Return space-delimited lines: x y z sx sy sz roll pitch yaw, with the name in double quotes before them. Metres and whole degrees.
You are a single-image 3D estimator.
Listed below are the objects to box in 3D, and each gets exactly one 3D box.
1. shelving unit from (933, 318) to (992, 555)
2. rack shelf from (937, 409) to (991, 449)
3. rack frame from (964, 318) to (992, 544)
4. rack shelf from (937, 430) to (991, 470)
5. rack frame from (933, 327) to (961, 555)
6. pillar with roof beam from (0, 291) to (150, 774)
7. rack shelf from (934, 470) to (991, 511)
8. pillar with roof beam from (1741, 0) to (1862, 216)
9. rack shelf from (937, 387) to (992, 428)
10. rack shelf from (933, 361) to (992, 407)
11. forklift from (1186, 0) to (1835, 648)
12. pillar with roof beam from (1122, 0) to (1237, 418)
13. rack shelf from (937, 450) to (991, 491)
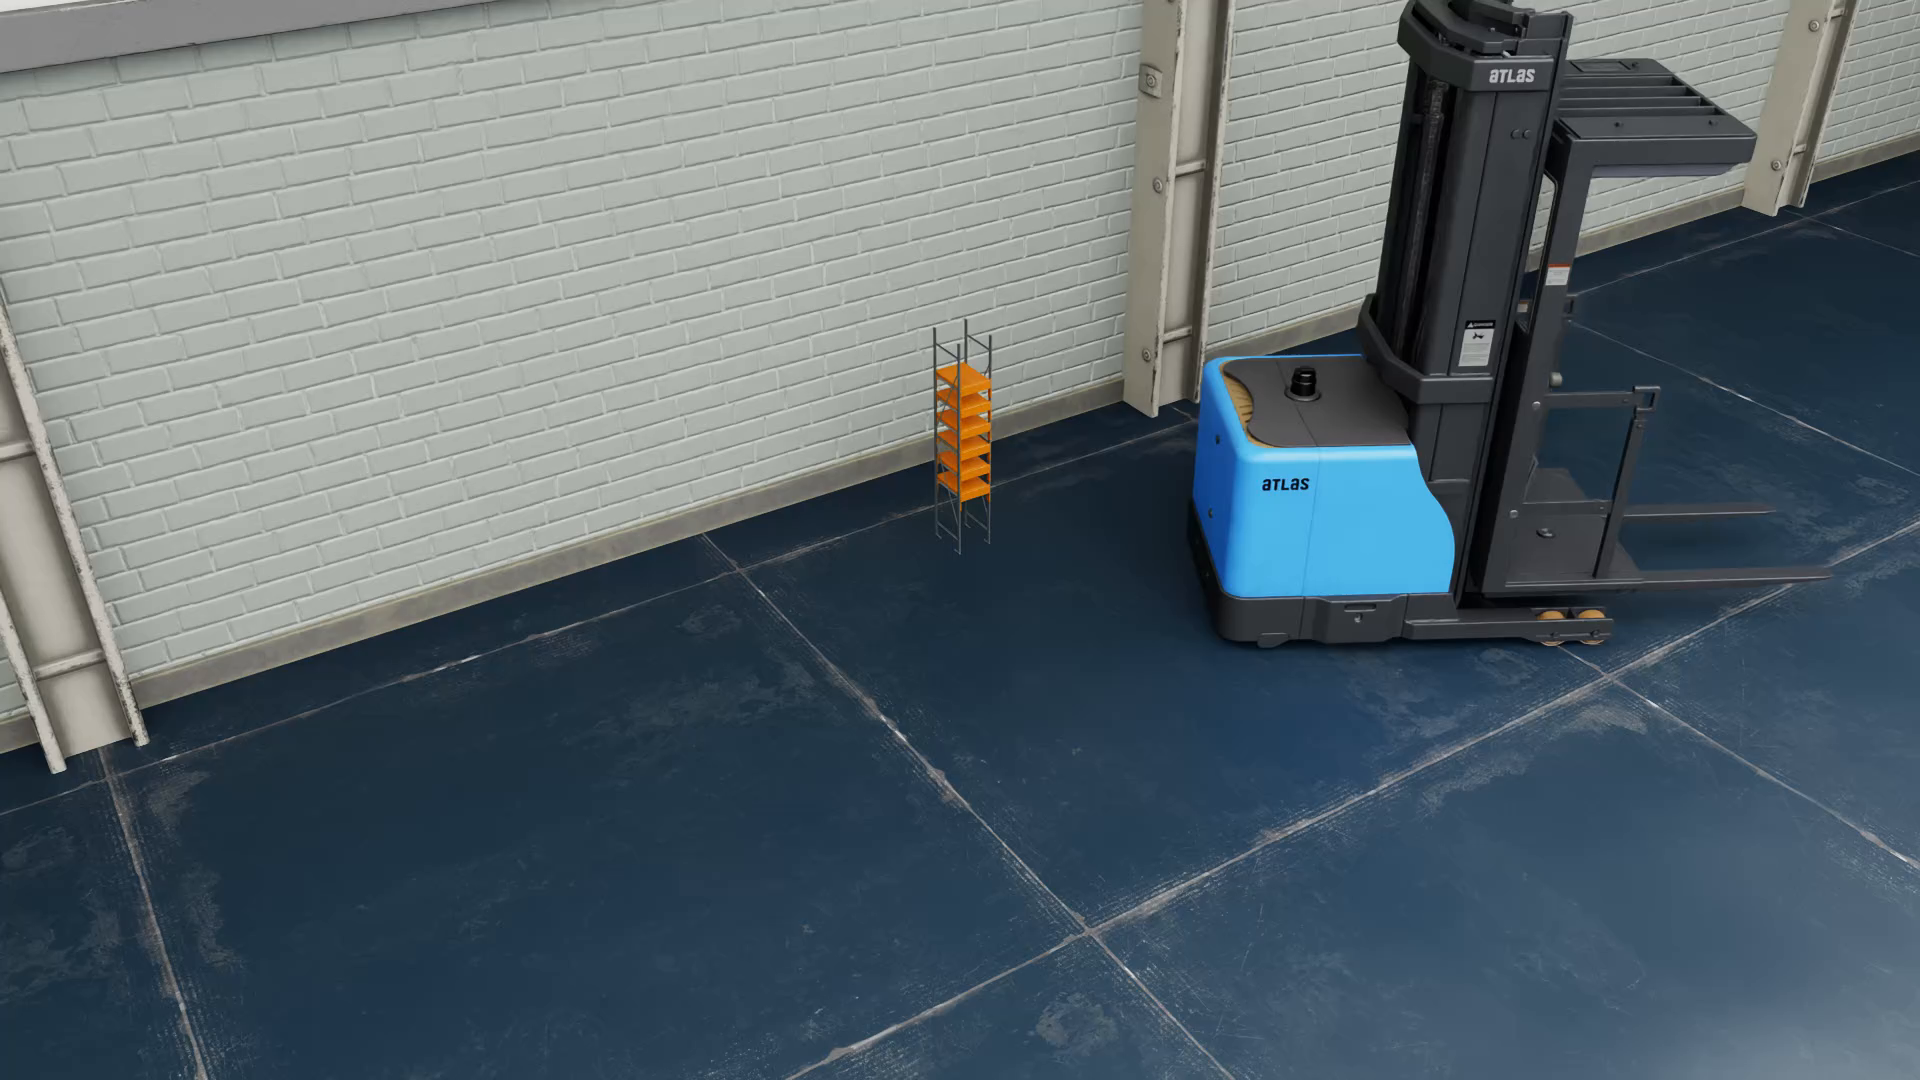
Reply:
"shelving unit" 0.012 -0.512 8.437 0.189 1.200 0.258 -19 37 -27
"rack shelf" 0.012 -0.576 8.396 0.180 0.103 0.258 -19 37 -27
"rack frame" 0.089 -0.538 8.478 0.006 1.200 0.240 -19 37 -27
"rack shelf" 0.012 -0.474 8.460 0.180 0.103 0.258 -19 37 -27
"rack frame" -0.065 -0.485 8.395 0.006 1.200 0.240 -19 37 -27
"pillar with roof beam" -1.489 -0.994 1.892 0.400 9.000 9.100 -19 37 -27
"rack shelf" 0.012 -0.271 8.588 0.180 0.103 0.258 -19 37 -27
"pillar with roof beam" 8.597 -4.463 7.390 0.400 9.000 9.100 -19 37 -27
"rack shelf" 0.012 -0.677 8.332 0.180 0.103 0.258 -19 37 -27
"rack shelf" 0.012 -0.779 8.268 0.180 0.103 0.258 -19 37 -27
"forklift" 2.713 -1.016 7.613 3.031 2.935 1.130 -1 32 -2
"pillar with roof beam" 3.554 -2.729 4.641 0.400 9.000 9.100 -19 37 -27
"rack shelf" 0.012 -0.373 8.524 0.180 0.103 0.258 -19 37 -27
